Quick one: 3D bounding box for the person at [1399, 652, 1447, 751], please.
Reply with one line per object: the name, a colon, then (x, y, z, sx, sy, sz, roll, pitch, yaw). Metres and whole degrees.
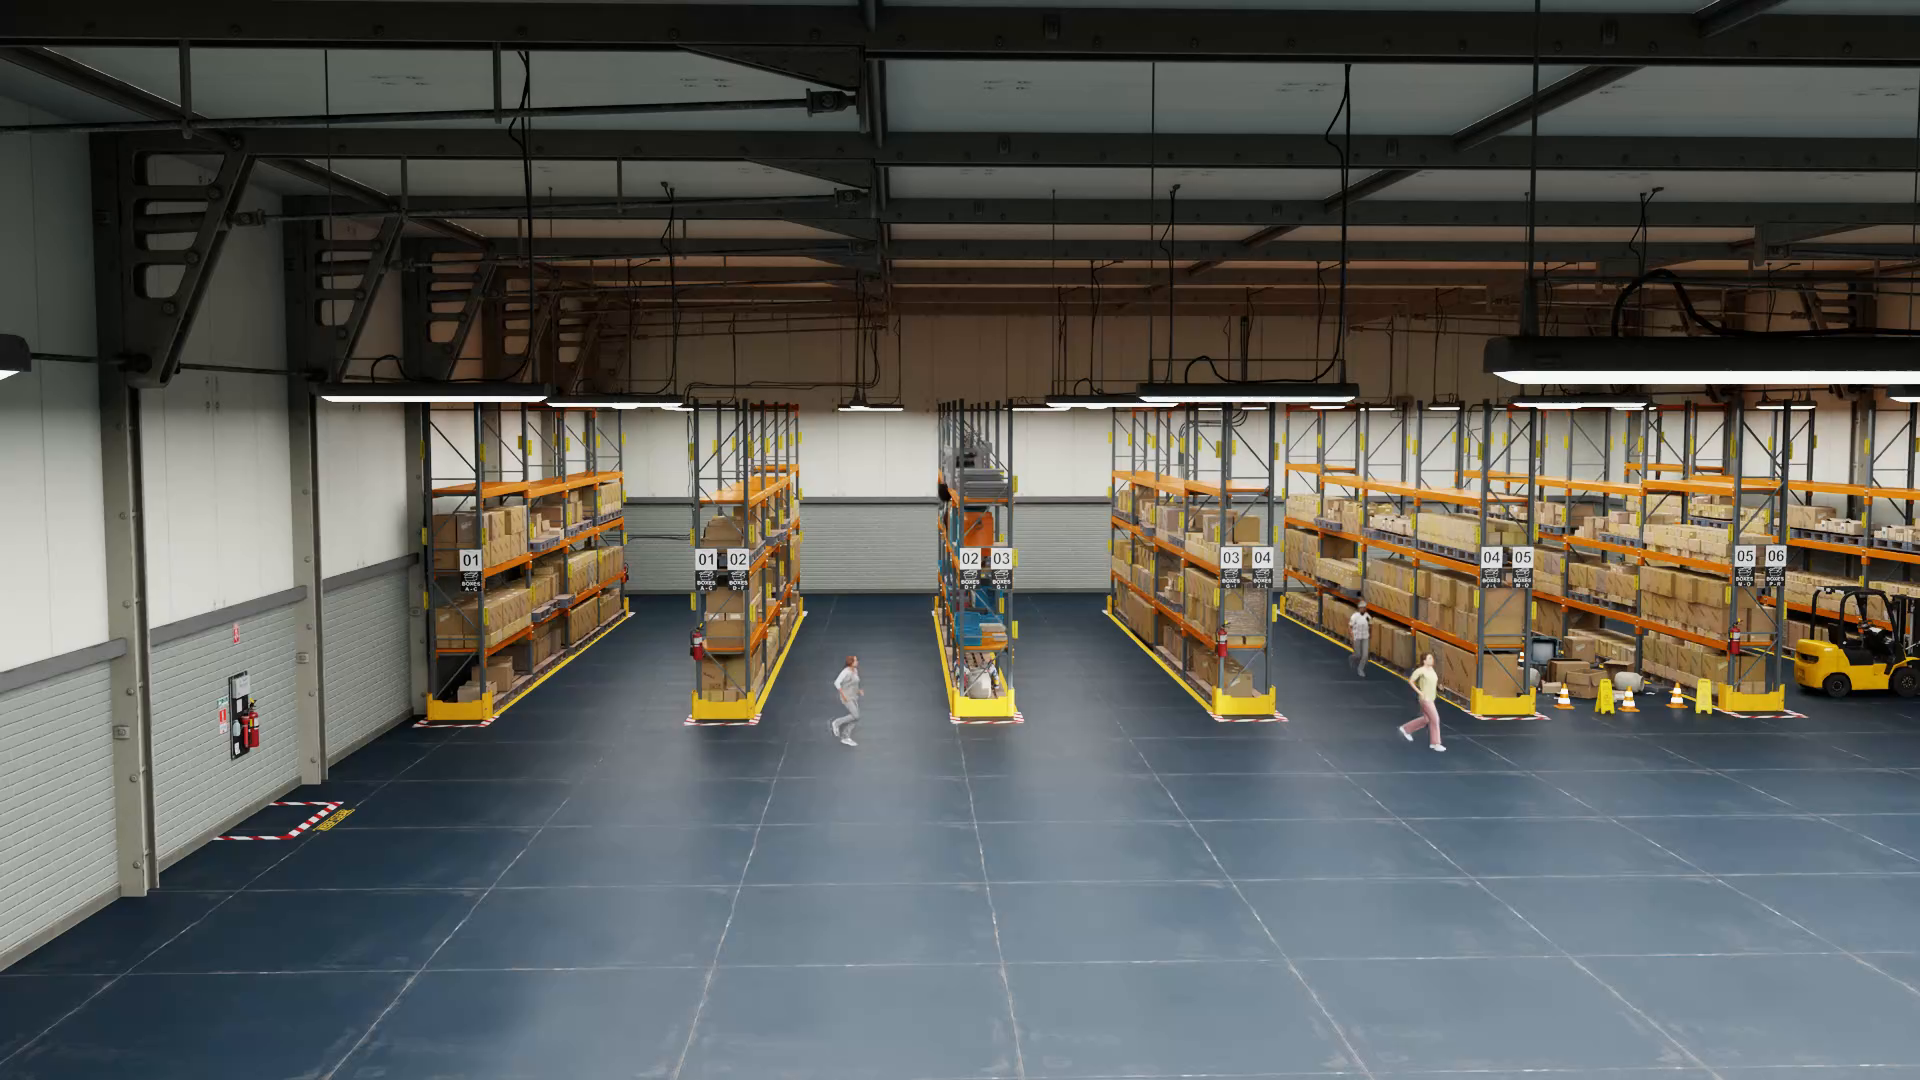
person: (7.949, 2.737, 28.460, 0.851, 1.672, 0.569, 4, 6, 39)

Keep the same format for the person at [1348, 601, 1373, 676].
person: (8.775, 2.143, 36.495, 0.561, 1.652, 0.590, 0, 4, -5)

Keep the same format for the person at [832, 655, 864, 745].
person: (-1.939, 2.765, 28.851, 0.531, 1.558, 0.552, 2, 5, 20)
